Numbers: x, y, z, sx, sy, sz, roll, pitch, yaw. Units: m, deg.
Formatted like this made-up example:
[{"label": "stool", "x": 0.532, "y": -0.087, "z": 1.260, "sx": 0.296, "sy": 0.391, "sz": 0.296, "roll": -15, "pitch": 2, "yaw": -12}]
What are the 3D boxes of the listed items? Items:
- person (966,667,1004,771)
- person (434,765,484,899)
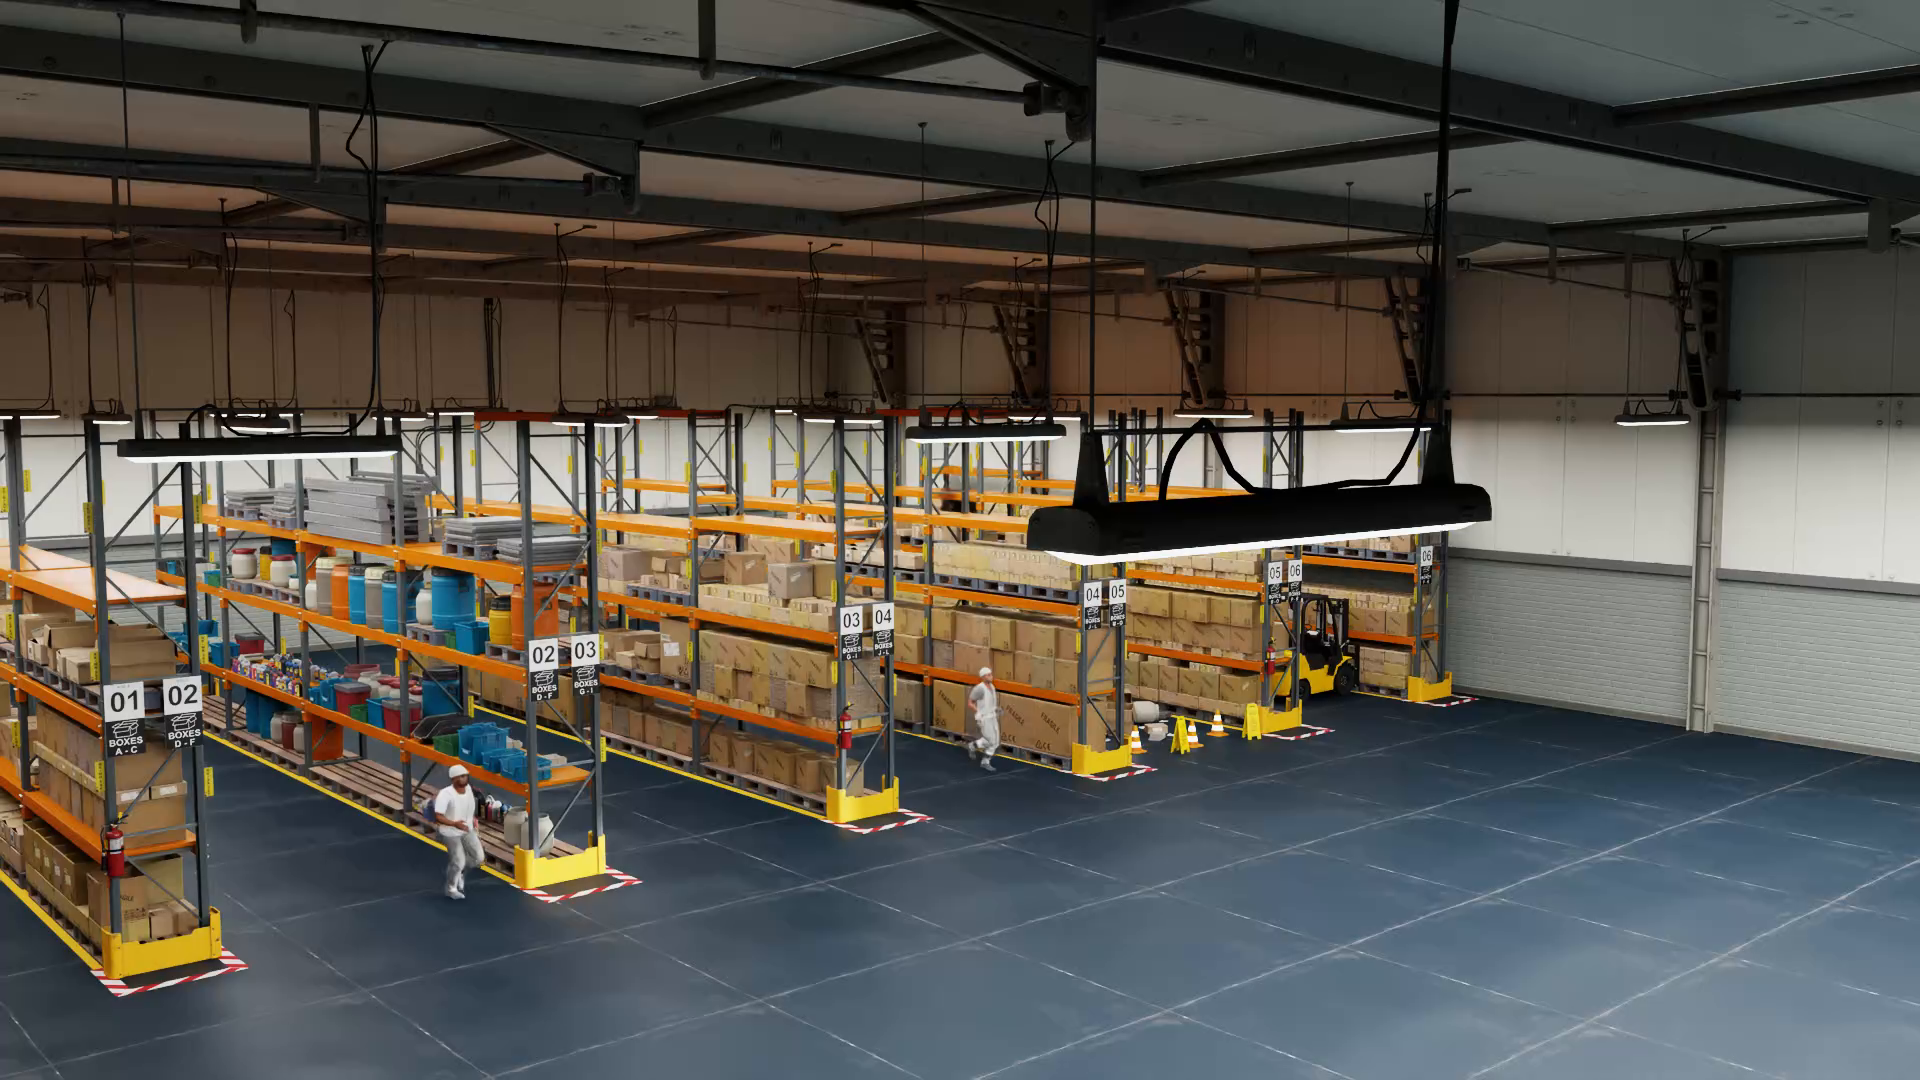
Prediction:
[{"label": "person", "x": 0.414, "y": 3.013, "z": 28.083, "sx": 0.598, "sy": 1.751, "sz": 0.667, "roll": 3, "pitch": 6, "yaw": 34}, {"label": "person", "x": -6.238, "y": 3.651, "z": 20.807, "sx": 0.596, "sy": 1.712, "sz": 0.705, "roll": 3, "pitch": 6, "yaw": 28}]
